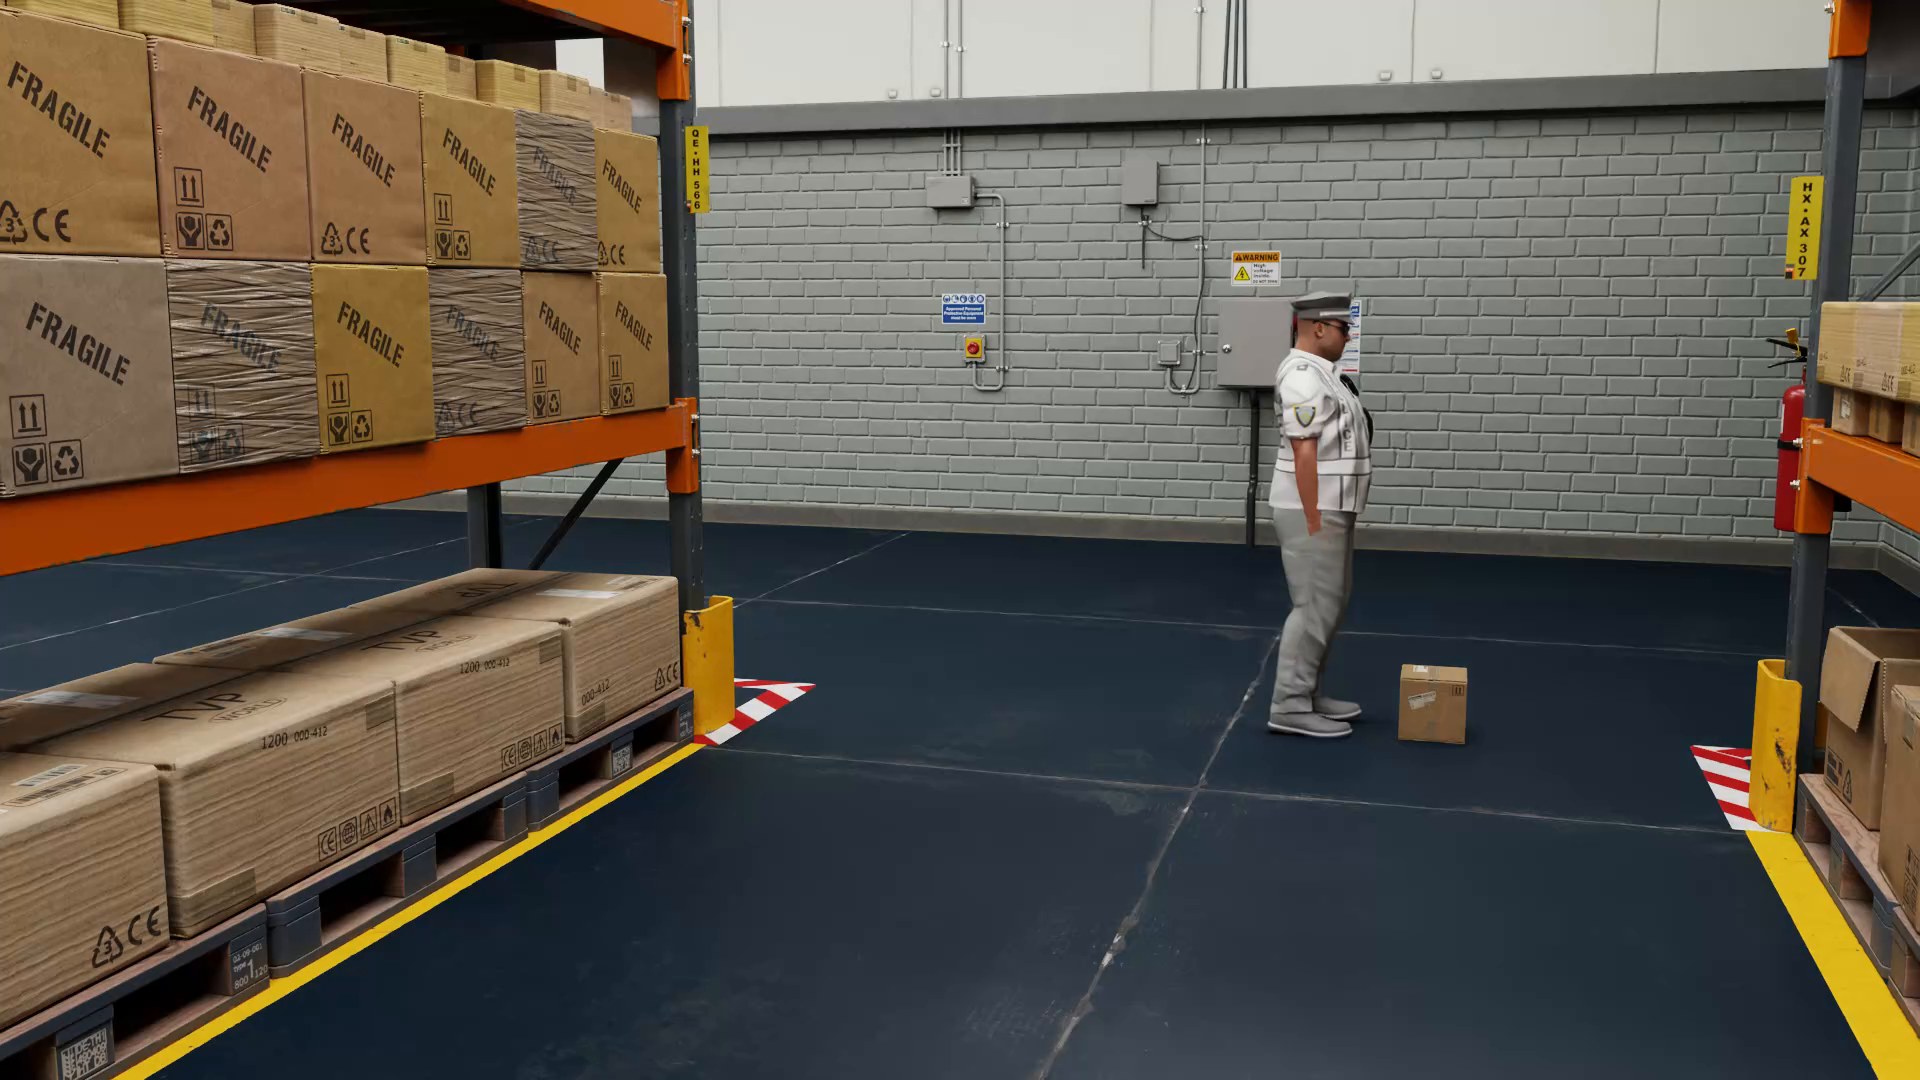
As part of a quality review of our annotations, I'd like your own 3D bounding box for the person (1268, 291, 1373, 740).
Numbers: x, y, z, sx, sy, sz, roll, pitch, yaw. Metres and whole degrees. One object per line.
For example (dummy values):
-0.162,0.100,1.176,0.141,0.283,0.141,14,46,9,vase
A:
1.432,-0.111,6.619,0.393,1.743,0.529,3,9,17,person
